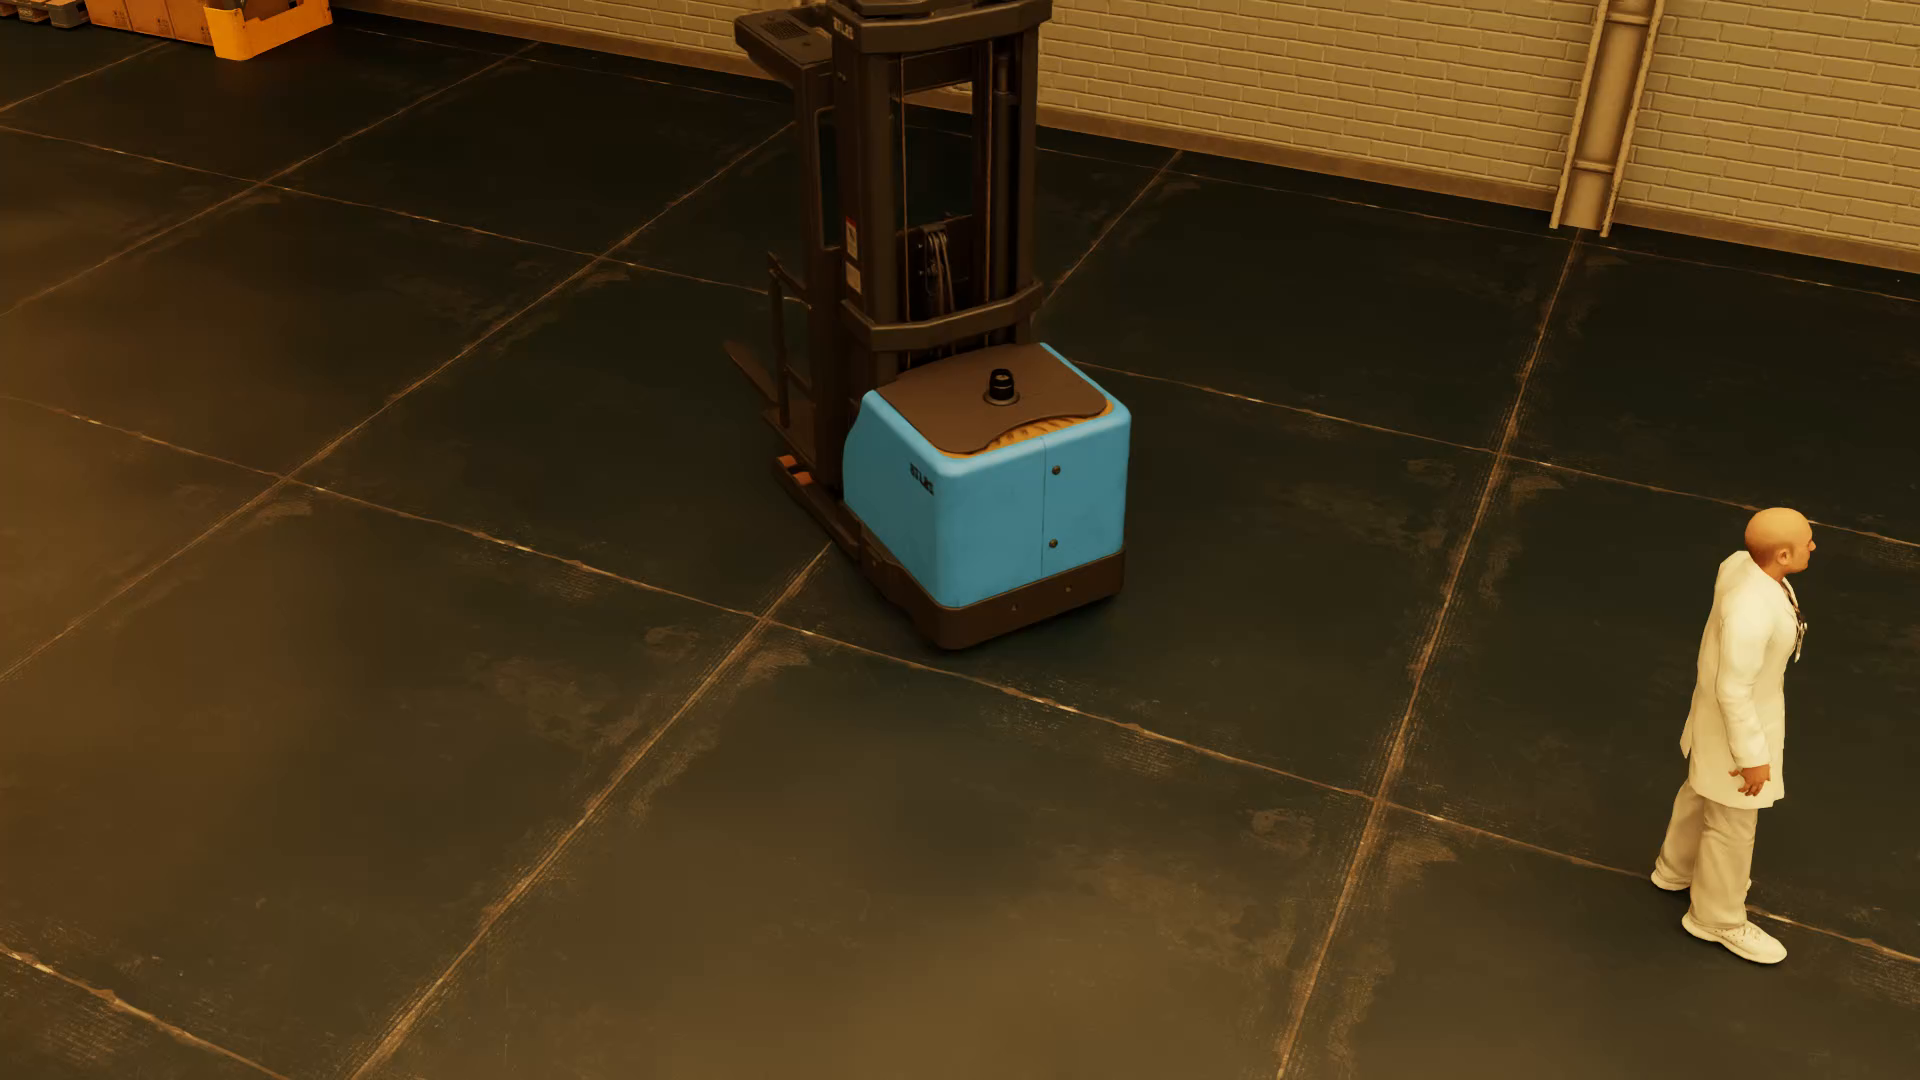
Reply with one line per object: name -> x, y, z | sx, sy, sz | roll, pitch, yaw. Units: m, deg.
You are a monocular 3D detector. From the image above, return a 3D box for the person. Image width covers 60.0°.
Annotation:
person -> 2.954, 0.678, 6.116 | 0.580, 1.777, 0.698 | 11, 37, 15

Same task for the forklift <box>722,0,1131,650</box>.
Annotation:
forklift -> -0.367, -1.512, 8.206 | 1.130, 2.935, 3.031 | -18, 39, -24
